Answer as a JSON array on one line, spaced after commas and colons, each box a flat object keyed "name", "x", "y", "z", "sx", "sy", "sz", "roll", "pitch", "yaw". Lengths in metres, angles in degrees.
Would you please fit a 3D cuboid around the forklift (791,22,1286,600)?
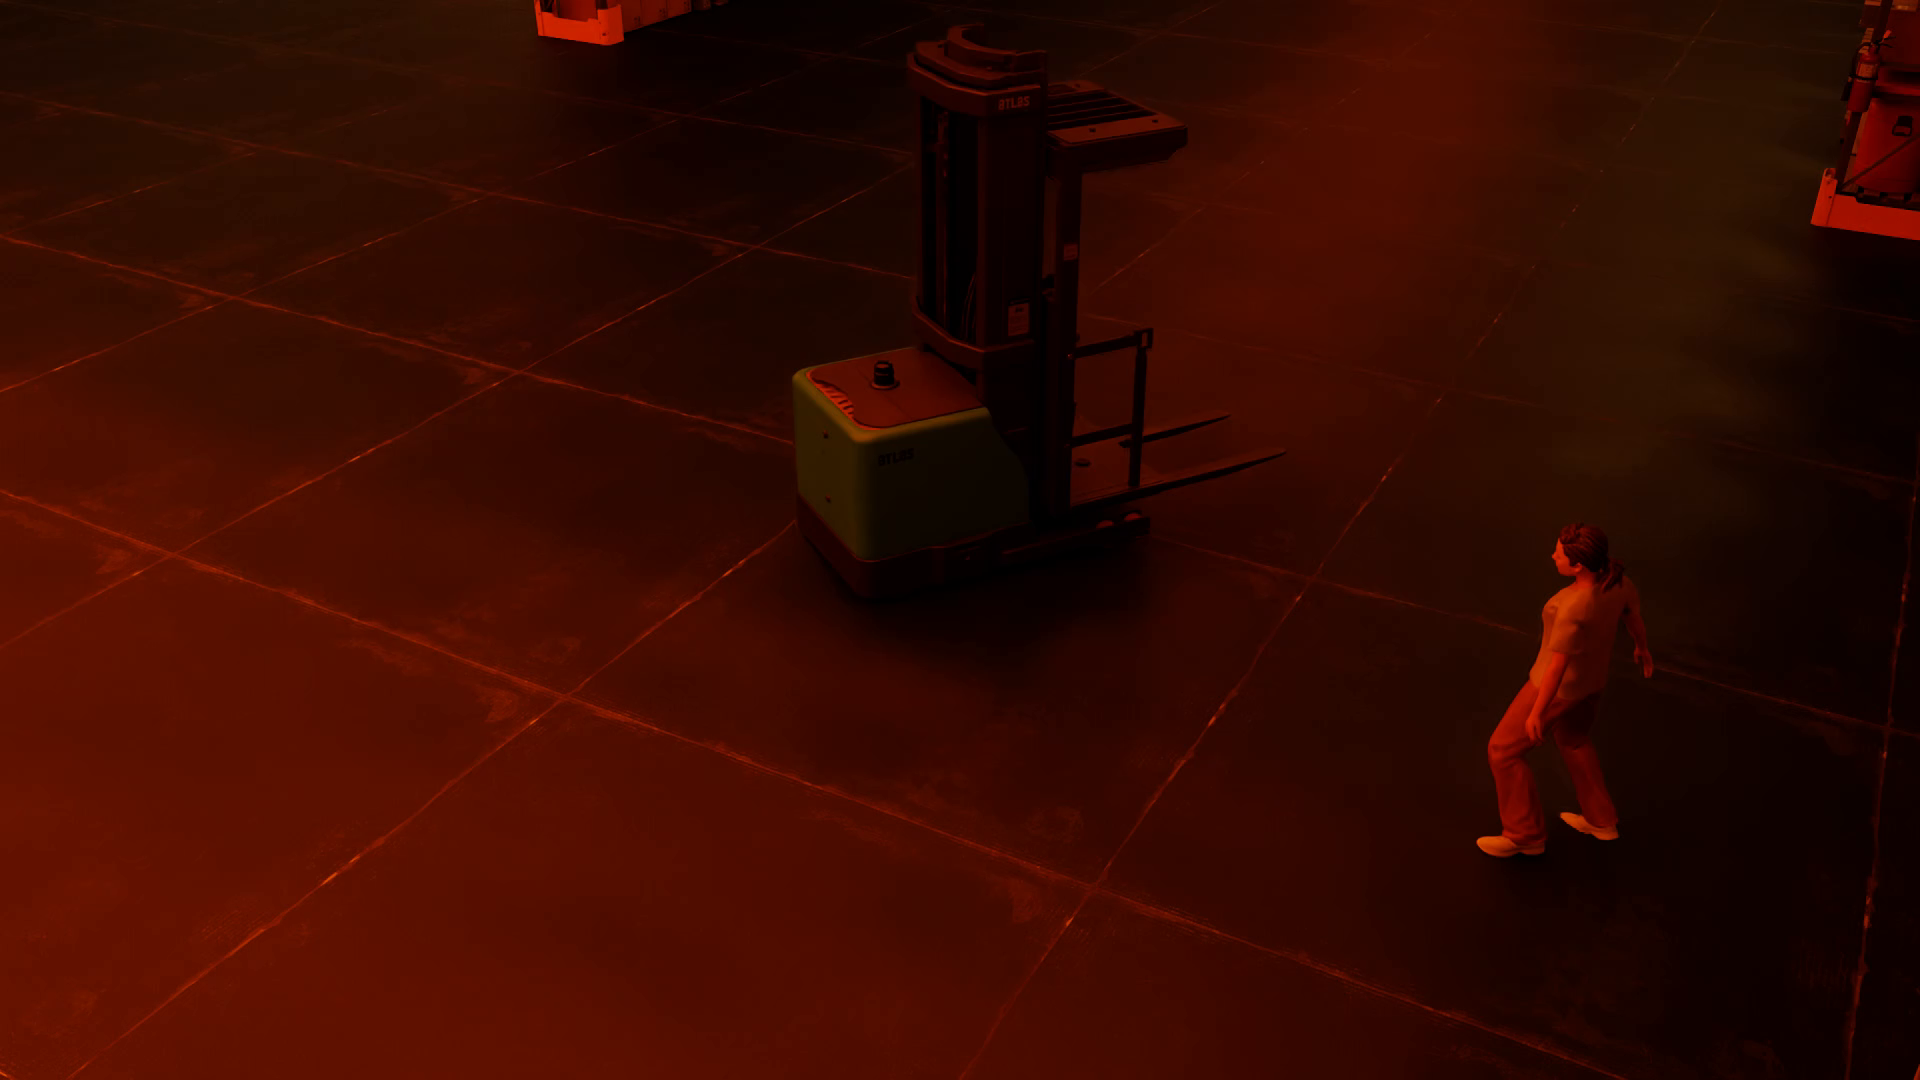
[{"name": "forklift", "x": 0.568, "y": -1.439, "z": 9.564, "sx": 3.031, "sy": 2.935, "sz": 1.130, "roll": -14, "pitch": 33, "yaw": -23}]

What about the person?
[{"name": "person", "x": 2.743, "y": 0.662, "z": 7.296, "sx": 0.815, "sy": 1.640, "sz": 0.486, "roll": -19, "pitch": 35, "yaw": -29}]
